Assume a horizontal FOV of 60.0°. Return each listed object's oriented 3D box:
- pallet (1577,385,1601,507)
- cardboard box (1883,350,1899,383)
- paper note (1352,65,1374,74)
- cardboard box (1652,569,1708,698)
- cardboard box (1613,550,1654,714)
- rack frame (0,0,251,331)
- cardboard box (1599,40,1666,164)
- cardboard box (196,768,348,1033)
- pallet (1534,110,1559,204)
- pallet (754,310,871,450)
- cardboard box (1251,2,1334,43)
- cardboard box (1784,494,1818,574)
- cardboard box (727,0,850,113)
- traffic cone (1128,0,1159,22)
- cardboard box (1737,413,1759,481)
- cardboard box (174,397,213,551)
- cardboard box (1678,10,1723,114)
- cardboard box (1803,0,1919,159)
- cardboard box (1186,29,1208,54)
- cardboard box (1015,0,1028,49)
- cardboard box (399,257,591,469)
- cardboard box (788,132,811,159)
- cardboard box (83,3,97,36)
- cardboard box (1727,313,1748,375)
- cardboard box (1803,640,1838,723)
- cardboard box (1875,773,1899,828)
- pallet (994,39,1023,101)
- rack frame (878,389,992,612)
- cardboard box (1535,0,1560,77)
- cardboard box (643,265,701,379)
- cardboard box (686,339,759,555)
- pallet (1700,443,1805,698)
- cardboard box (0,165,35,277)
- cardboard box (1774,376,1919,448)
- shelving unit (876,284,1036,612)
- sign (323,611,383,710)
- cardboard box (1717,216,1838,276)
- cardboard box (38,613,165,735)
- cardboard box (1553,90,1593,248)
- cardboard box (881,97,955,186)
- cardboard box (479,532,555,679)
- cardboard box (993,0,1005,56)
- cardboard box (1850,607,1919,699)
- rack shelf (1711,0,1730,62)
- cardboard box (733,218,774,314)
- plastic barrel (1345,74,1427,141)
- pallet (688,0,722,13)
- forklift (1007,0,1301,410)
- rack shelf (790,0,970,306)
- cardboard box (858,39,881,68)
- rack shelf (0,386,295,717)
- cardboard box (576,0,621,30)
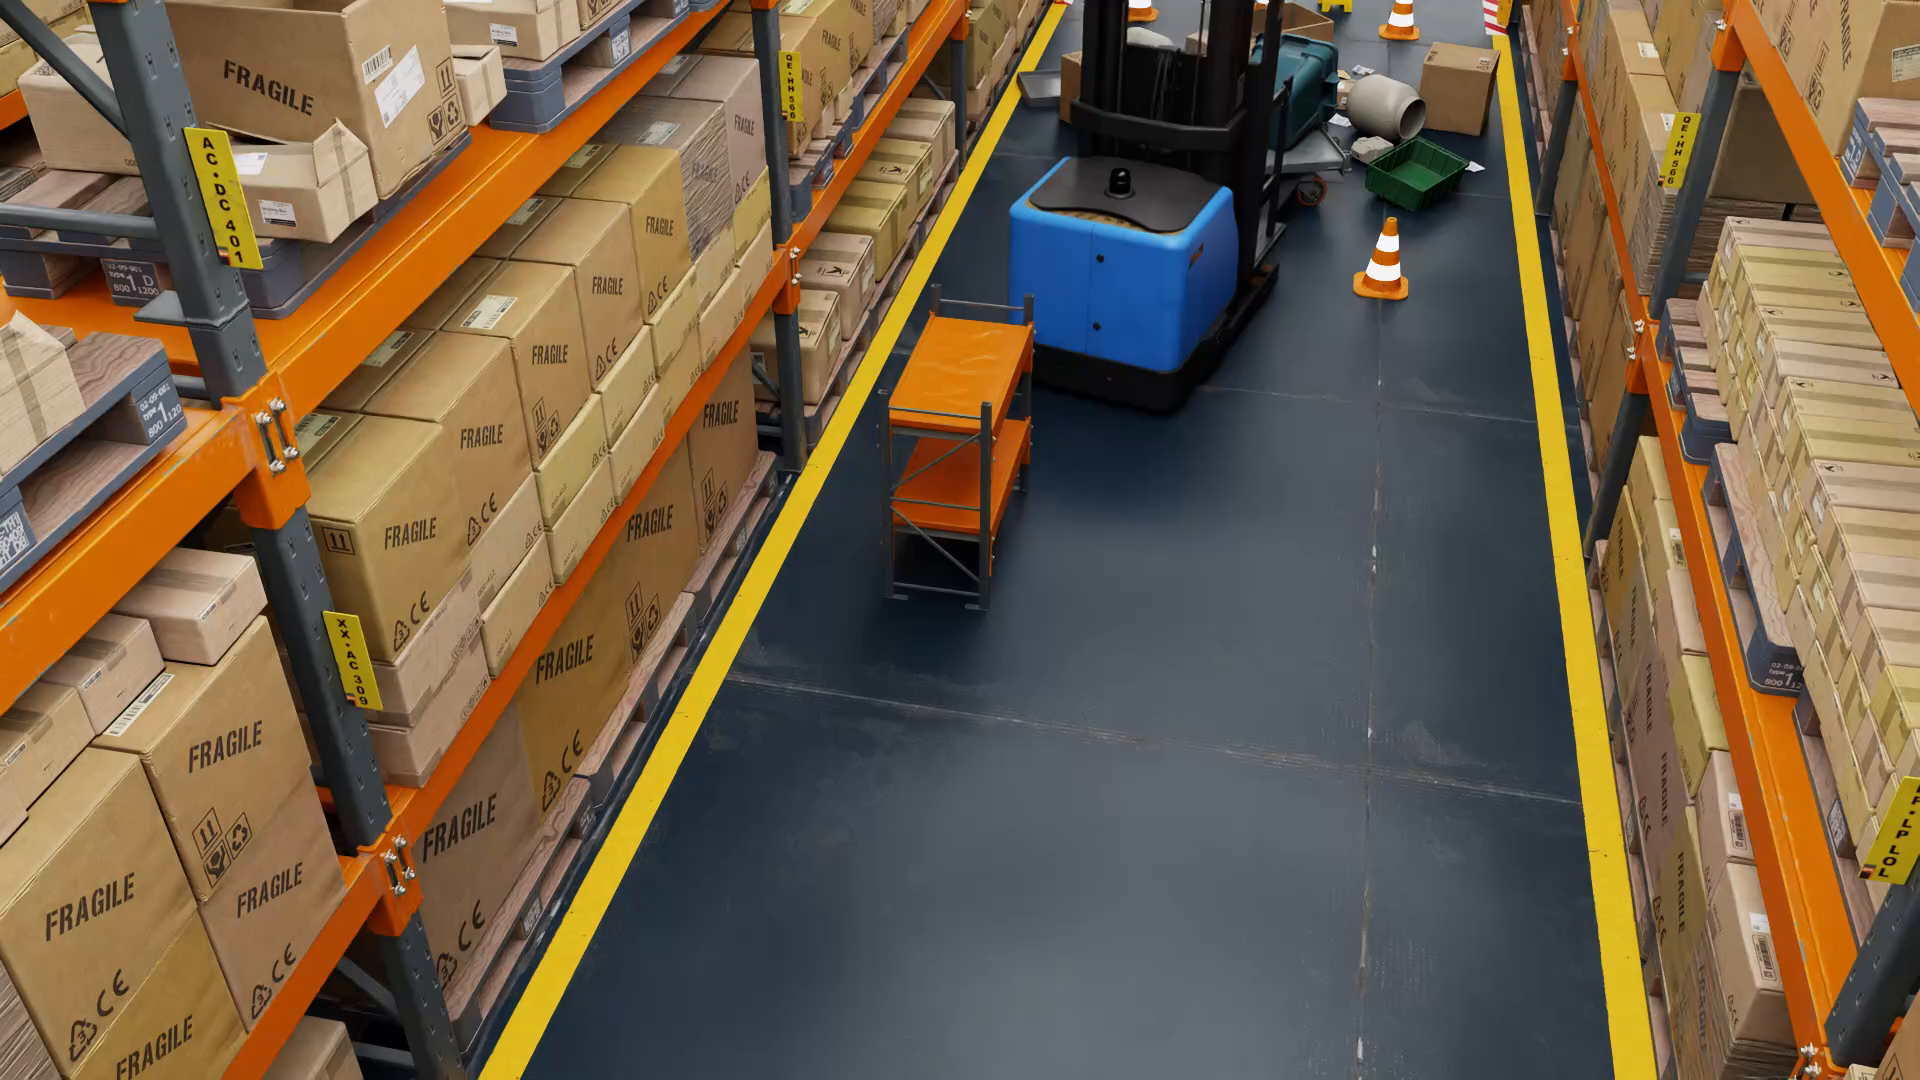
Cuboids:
[{"bbox_3d":[3.791,-0.406,8.630,1.003,0.211,1.213,7,37,10],"label":"pallet"},{"bbox_3d":[3.838,-0.678,6.485,0.380,0.149,0.250,7,37,10],"label":"cardboard box"},{"bbox_3d":[3.273,-3.813,13.487,0.144,0.017,0.142,20,41,26],"label":"paper note"},{"bbox_3d":[2.939,0.384,6.297,0.500,0.250,0.500,8,37,10],"label":"cardboard box"},{"bbox_3d":[3.045,0.412,6.897,0.500,0.500,0.500,8,37,11],"label":"cardboard box"},{"bbox_3d":[-2.163,-1.791,3.052,1.000,3.000,0.127,7,37,10],"label":"rack frame"},{"bbox_3d":[3.703,-2.291,8.770,0.500,0.500,0.500,8,37,11],"label":"cardboard box"},{"bbox_3d":[-2.012,0.896,4.372,0.500,0.500,0.500,8,37,10],"label":"cardboard box"},{"bbox_3d":[4.642,-2.682,11.771,1.003,0.211,1.213,7,37,10],"label":"pallet"},{"bbox_3d":[-1.140,-0.973,9.413,1.003,0.211,1.213,7,37,10],"label":"pallet"},{"bbox_3d":[2.498,-3.906,13.210,0.797,0.503,0.637,-17,39,-22],"label":"cardboard box"},{"bbox_3d":[2.865,0.003,5.292,0.380,0.149,0.250,7,37,10],"label":"cardboard box"},{"bbox_3d":[-0.882,-2.514,8.466,0.500,0.500,0.500,9,37,12],"label":"cardboard box"},{"bbox_3d":[1.569,-4.806,14.486,0.336,0.463,0.334,7,37,10],"label":"traffic cone"},{"bbox_3d":[3.031,-0.313,5.982,0.380,0.149,0.250,8,37,11],"label":"cardboard box"},{"bbox_3d":[-2.313,-0.094,4.887,0.500,0.500,0.500,8,37,11],"label":"cardboard box"},{"bbox_3d":[3.761,-2.084,7.632,0.700,0.500,0.500,7,36,9],"label":"cardboard box"},{"bbox_3d":[2.965,-1.478,5.092,0.500,0.500,0.500,7,37,10],"label":"cardboard box"},{"bbox_3d":[2.094,-4.082,13.756,0.380,0.149,0.250,28,44,33],"label":"cardboard box"},{"bbox_3d":[0.266,-4.204,13.479,0.500,0.250,0.500,6,36,8],"label":"cardboard box"},{"bbox_3d":[-1.597,-0.605,5.592,0.500,0.500,0.500,6,36,9],"label":"cardboard box"},{"bbox_3d":[-0.964,-2.044,8.370,0.380,0.149,0.250,5,36,7],"label":"cardboard box"},{"bbox_3d":[-5.497,-3.319,10.401,0.500,0.250,0.500,8,37,11],"label":"cardboard box"},{"bbox_3d":[3.140,-0.720,6.290,0.380,0.149,0.250,6,36,9],"label":"cardboard box"},{"bbox_3d":[2.750,0.445,4.936,0.380,0.149,0.250,6,36,8],"label":"cardboard box"},{"bbox_3d":[2.587,0.759,4.249,0.380,0.149,0.250,8,37,11],"label":"cardboard box"},{"bbox_3d":[-0.087,-3.910,13.465,1.003,0.211,1.213,7,37,10],"label":"pallet"},{"bbox_3d":[-0.110,-0.160,7.512,0.500,1.125,0.032,7,37,10],"label":"rack frame"},{"bbox_3d":[4.991,-4.086,12.785,0.875,0.875,0.875,7,36,9],"label":"cardboard box"},{"bbox_3d":[-1.359,-0.896,6.632,0.500,0.250,0.500,6,36,9],"label":"cardboard box"},{"bbox_3d":[-1.537,-0.579,7.945,0.875,0.875,0.875,7,37,10],"label":"cardboard box"},{"bbox_3d":[3.166,0.126,5.684,1.003,0.211,1.213,7,37,10],"label":"pallet"},{"bbox_3d":[-6.012,-1.839,9.897,0.875,0.625,0.625,8,37,11],"label":"cardboard box"},{"bbox_3d":[2.982,-0.407,5.605,0.380,0.149,0.250,8,37,11],"label":"cardboard box"},{"bbox_3d":[-0.001,-0.452,7.915,0.538,1.125,1.048,7,37,10],"label":"shelving unit"},{"bbox_3d":[-1.620,0.325,4.441,0.100,0.325,0.005,7,37,10],"label":"sign"},{"bbox_3d":[3.260,-1.158,6.641,0.380,0.149,0.250,7,37,10],"label":"cardboard box"},{"bbox_3d":[-2.080,0.285,3.811,0.380,0.149,0.250,8,37,11],"label":"cardboard box"},{"bbox_3d":[4.359,-2.277,10.395,1.050,0.750,0.750,7,37,10],"label":"cardboard box"},{"bbox_3d":[-0.564,-2.753,11.374,0.950,0.372,0.625,8,37,11],"label":"cardboard box"},{"bbox_3d":[-1.702,0.183,5.569,0.500,0.250,0.500,6,36,9],"label":"cardboard box"},{"bbox_3d":[0.038,-3.921,12.450,0.500,0.500,0.500,9,37,12],"label":"cardboard box"},{"bbox_3d":[2.703,0.335,4.581,0.380,0.149,0.250,6,36,8],"label":"cardboard box"},{"bbox_3d":[3.976,-3.162,8.114,1.077,0.370,4.000,7,37,10],"label":"rack shelf"},{"bbox_3d":[-1.163,-1.271,7.576,0.500,0.250,0.500,6,36,8],"label":"cardboard box"},{"bbox_3d":[3.147,-3.185,12.284,0.421,0.421,0.512,-24,42,-30],"label":"plastic barrel"},{"bbox_3d":[-1.394,-2.417,6.634,1.213,0.211,1.003,9,37,12],"label":"pallet"},{"bbox_3d":[1.343,-2.750,9.546,1.130,2.935,3.031,16,39,21],"label":"forklift"},{"bbox_3d":[-0.881,-2.510,9.770,1.077,0.370,4.000,7,37,10],"label":"rack shelf"},{"bbox_3d":[-0.665,-2.806,9.422,0.380,0.149,0.250,8,37,11],"label":"cardboard box"},{"bbox_3d":[-2.590,0.862,2.562,1.077,0.370,4.000,7,37,10],"label":"rack shelf"},{"bbox_3d":[-1.402,-2.033,5.500,0.500,0.500,0.500,8,37,10],"label":"cardboard box"}]
